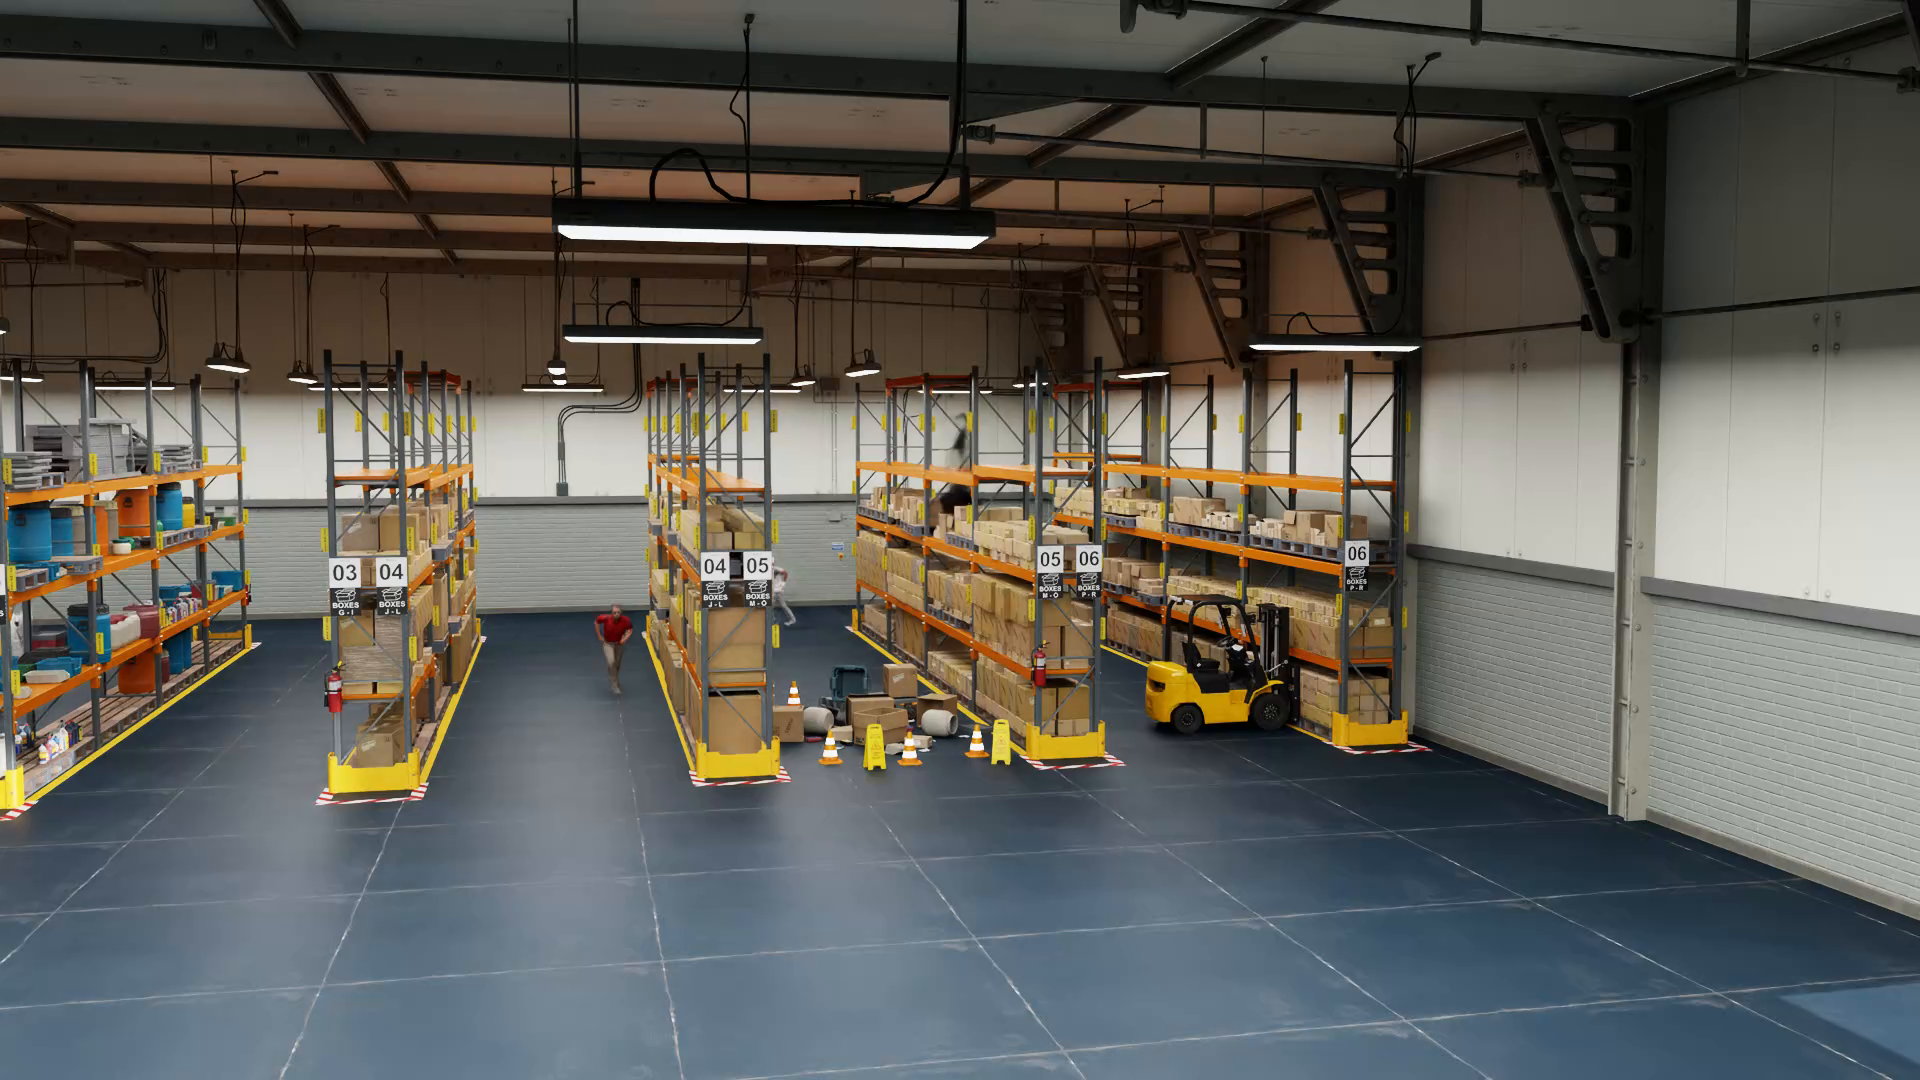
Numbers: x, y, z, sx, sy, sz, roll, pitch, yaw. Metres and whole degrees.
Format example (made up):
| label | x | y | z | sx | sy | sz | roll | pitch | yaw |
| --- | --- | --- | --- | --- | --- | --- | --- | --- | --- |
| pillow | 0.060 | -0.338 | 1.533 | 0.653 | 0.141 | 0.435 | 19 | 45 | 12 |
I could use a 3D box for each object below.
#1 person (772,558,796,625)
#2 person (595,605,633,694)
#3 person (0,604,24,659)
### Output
| label | x | y | z | sx | sy | sz | roll | pitch | yaw |
| --- | --- | --- | --- | --- | --- | --- | --- | --- | --- |
| person | -4.494 | 1.286 | 40.857 | 0.940 | 1.758 | 0.667 | -1 | 4 | -10 |
| person | -6.515 | 2.034 | 31.293 | 0.705 | 1.696 | 1.007 | -1 | 4 | -16 |
| person | -17.547 | 1.992 | 30.739 | 0.653 | 1.761 | 0.897 | -1 | 4 | -19 |
